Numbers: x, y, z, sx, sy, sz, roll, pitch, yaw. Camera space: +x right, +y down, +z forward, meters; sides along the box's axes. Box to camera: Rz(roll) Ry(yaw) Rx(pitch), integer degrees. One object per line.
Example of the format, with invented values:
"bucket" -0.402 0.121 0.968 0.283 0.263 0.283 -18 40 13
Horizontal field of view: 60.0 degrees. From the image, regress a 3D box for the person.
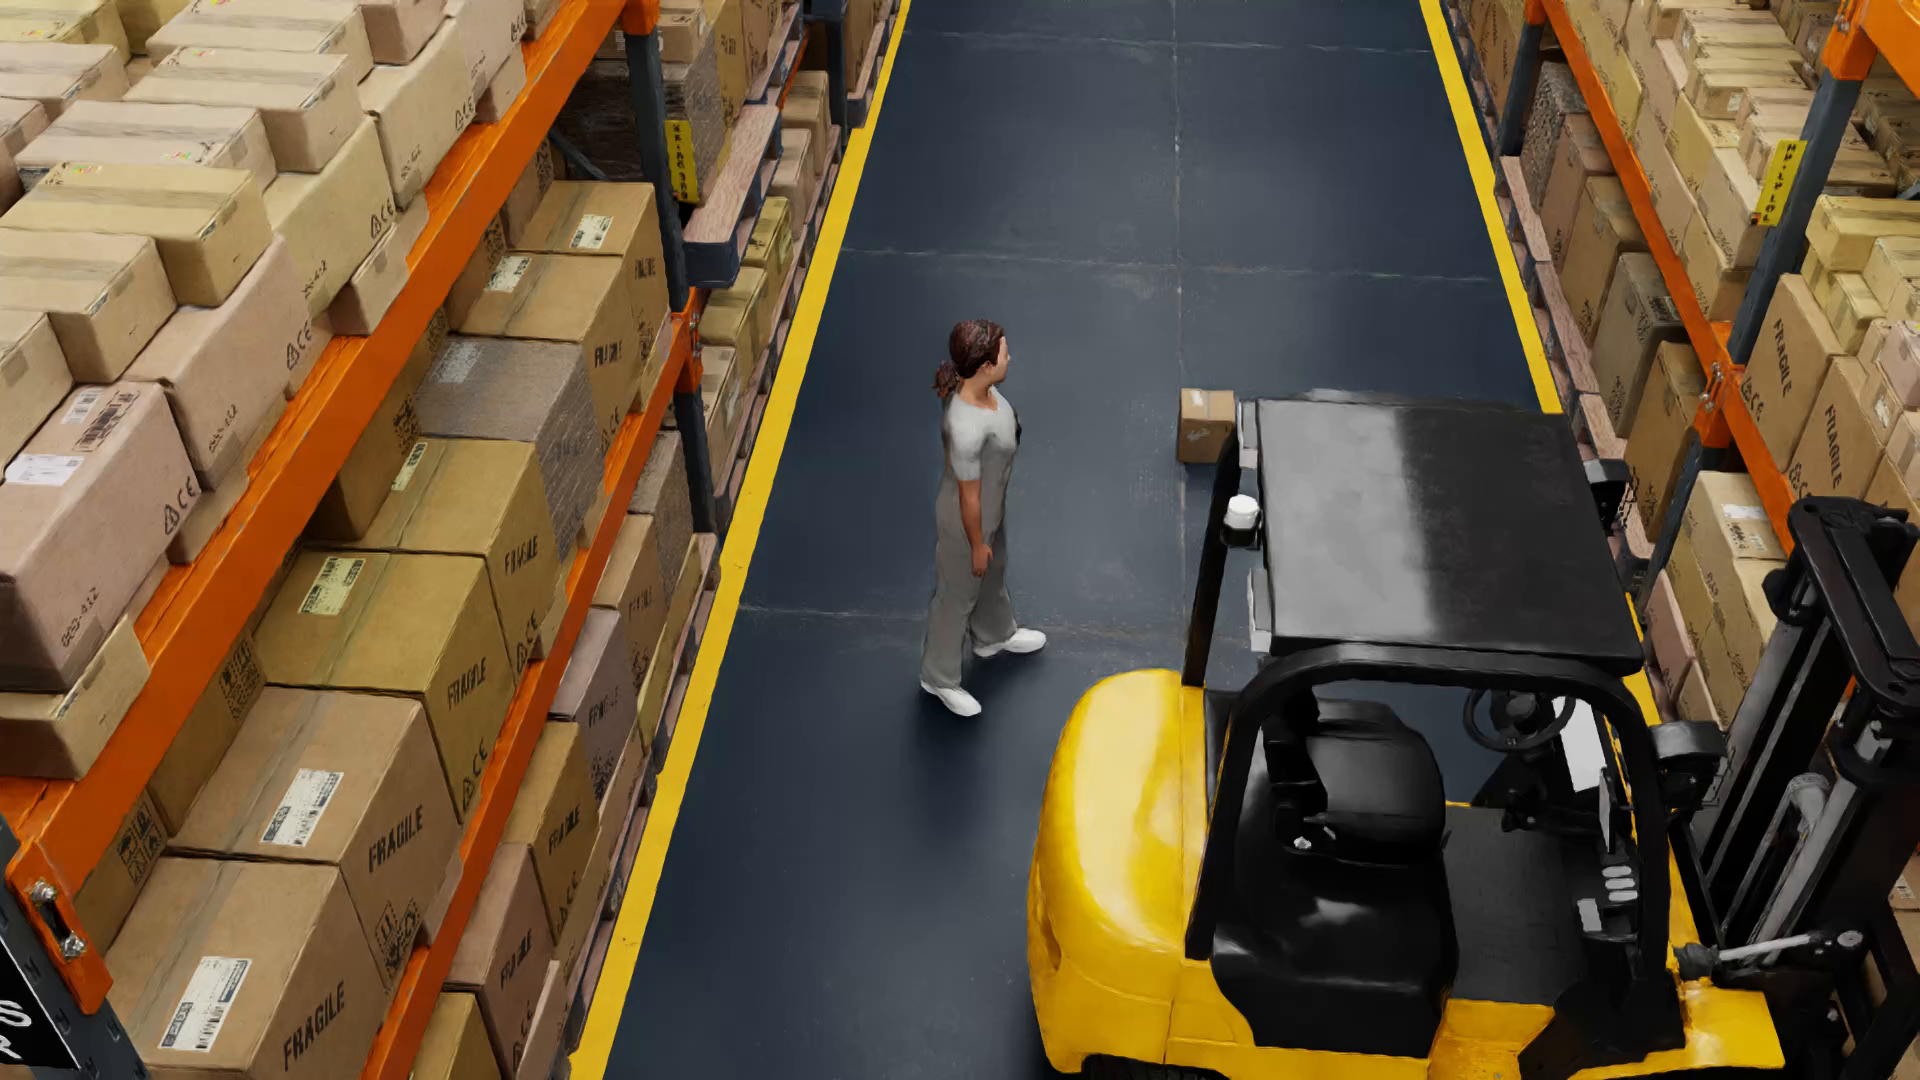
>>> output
"person" 0.093 -0.101 6.242 0.495 1.670 0.545 4 40 5
